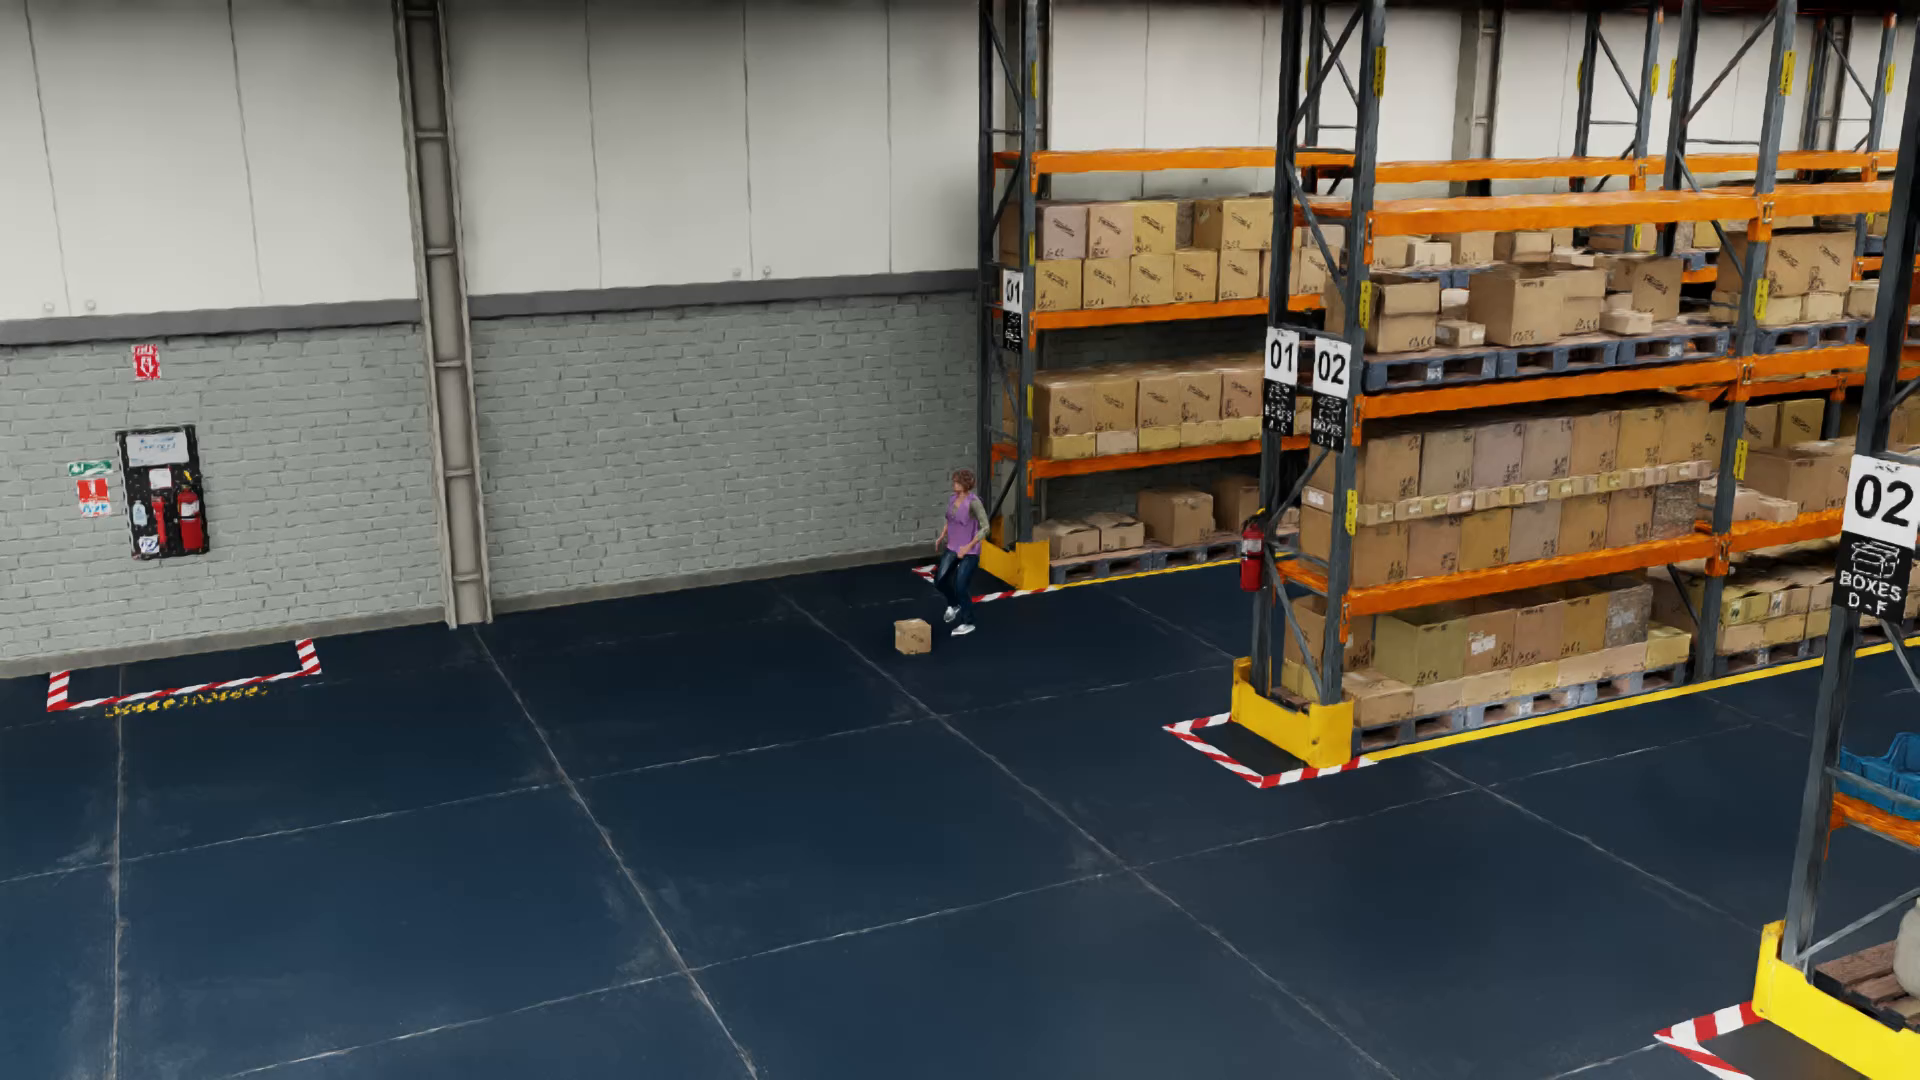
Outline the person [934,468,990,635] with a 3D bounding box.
[{"bbox_3d":[0.012,0.118,15.370,0.585,1.567,0.439,14,20,40],"label":"person"}]
